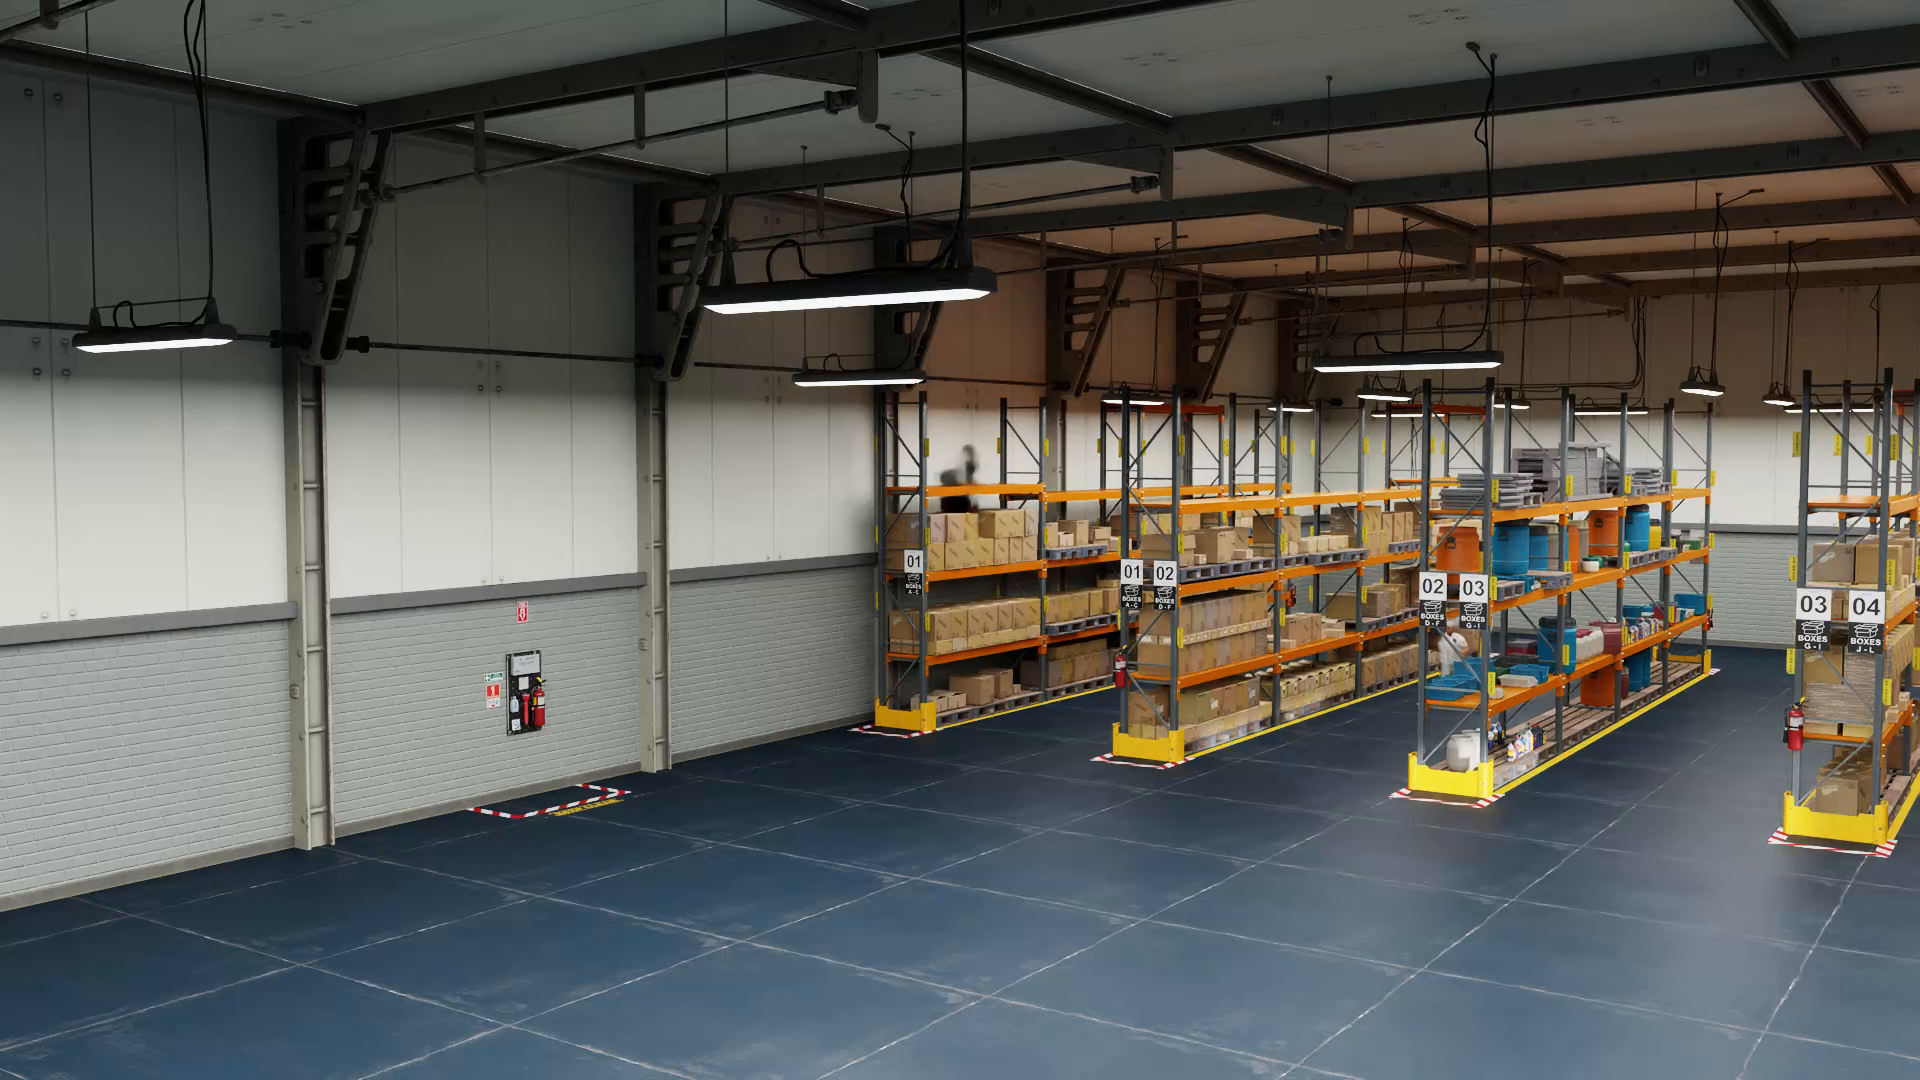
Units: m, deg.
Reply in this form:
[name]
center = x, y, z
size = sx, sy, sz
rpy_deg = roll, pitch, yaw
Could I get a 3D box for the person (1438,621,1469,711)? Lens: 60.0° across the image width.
[person]
center = 9.471, 2.403, 31.930
size = 0.601, 1.705, 0.796
rpy_deg = 2, 4, 32
